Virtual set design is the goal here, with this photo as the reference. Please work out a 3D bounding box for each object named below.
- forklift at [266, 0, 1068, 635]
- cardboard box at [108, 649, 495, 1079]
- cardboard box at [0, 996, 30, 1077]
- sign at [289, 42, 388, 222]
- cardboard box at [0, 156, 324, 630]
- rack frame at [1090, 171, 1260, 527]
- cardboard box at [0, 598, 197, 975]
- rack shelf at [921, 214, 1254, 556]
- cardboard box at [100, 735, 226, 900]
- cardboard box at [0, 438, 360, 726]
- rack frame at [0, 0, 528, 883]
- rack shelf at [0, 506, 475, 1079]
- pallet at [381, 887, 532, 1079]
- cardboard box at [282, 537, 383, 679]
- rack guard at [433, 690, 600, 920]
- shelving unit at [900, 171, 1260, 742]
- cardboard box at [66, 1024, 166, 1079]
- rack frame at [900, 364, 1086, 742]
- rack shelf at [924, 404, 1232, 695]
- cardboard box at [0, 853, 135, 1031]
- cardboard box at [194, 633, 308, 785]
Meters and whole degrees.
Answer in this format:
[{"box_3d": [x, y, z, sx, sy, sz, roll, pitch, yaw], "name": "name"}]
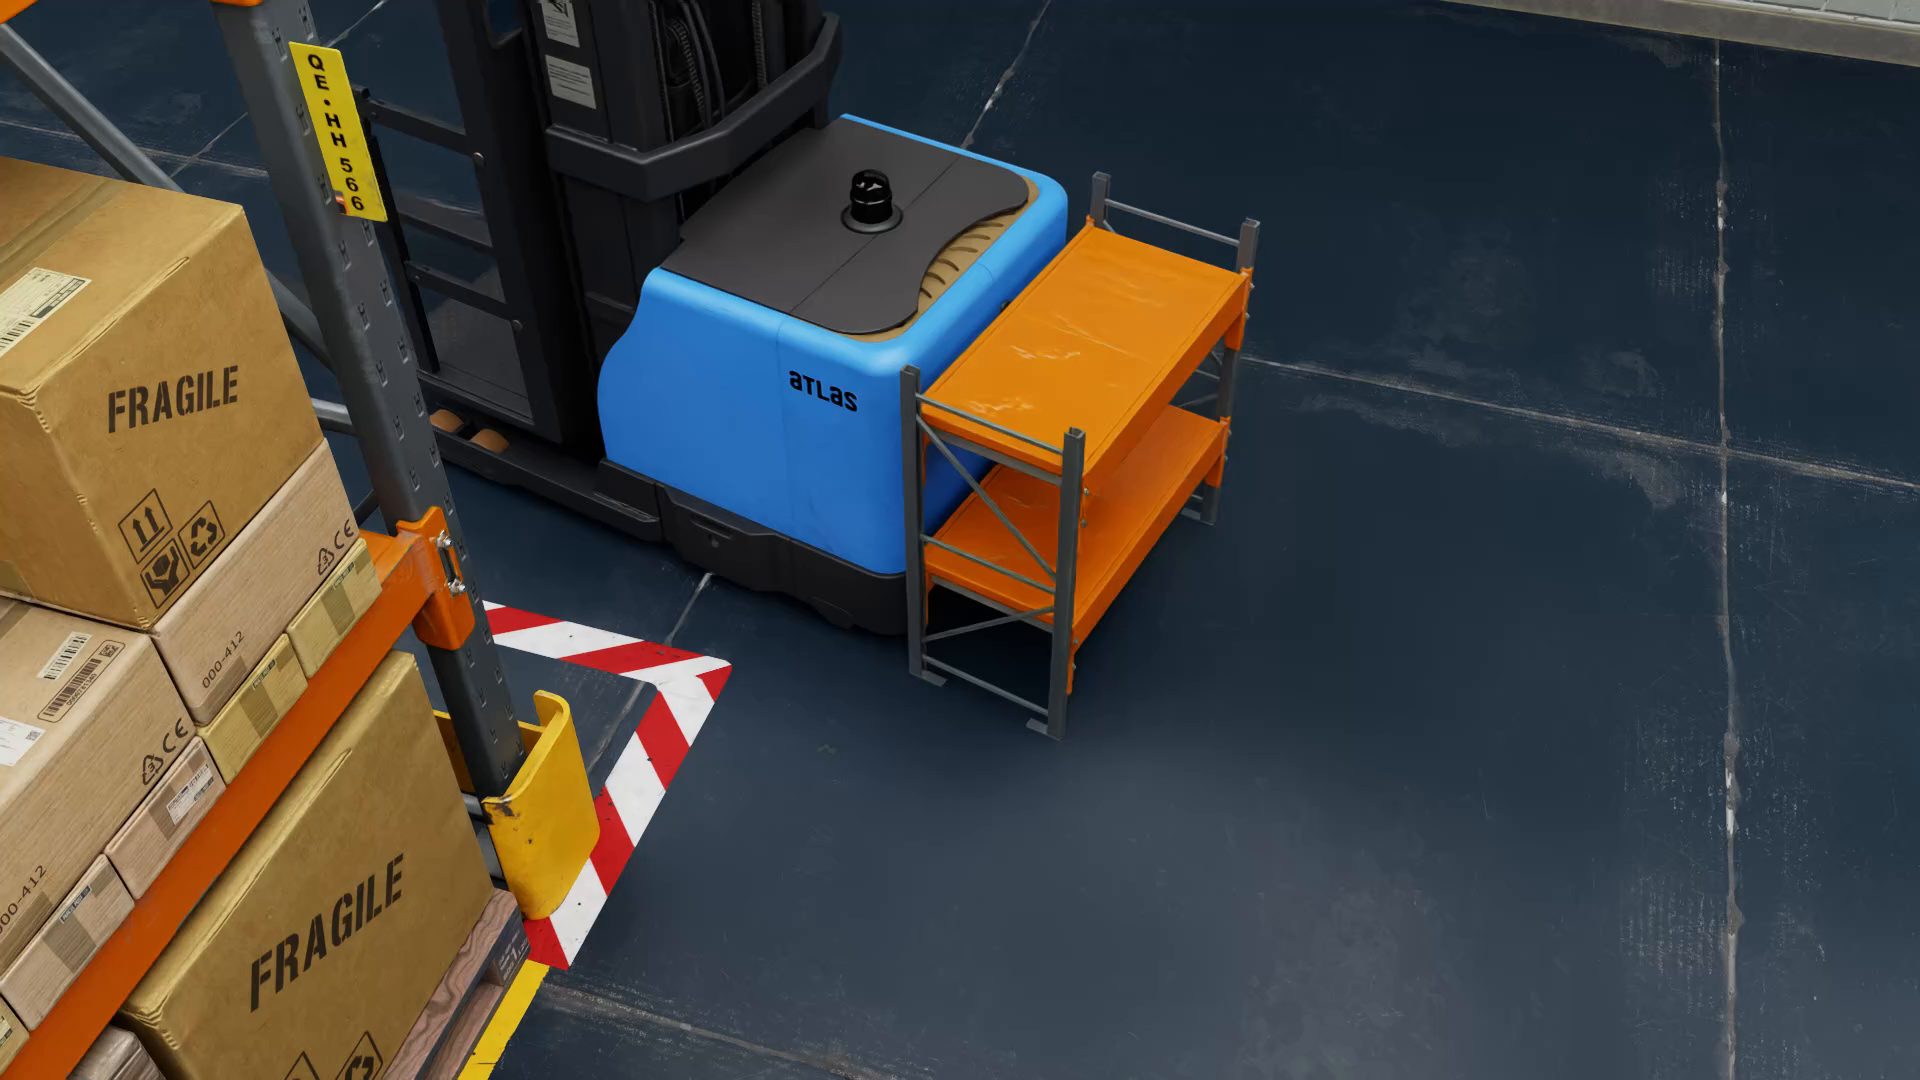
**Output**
[{"box_3d": [-1.207, -1.540, 4.728, 3.031, 2.935, 1.130, 22, 49, 21], "name": "forklift"}, {"box_3d": [-1.680, 0.744, 3.564, 0.875, 0.875, 0.875, 13, 46, 13], "name": "cardboard box"}, {"box_3d": [-1.664, 0.769, 2.499, 0.380, 0.149, 0.250, 12, 46, 12], "name": "cardboard box"}, {"box_3d": [-1.049, -0.683, 2.806, 0.100, 0.325, 0.005, 13, 46, 13], "name": "sign"}, {"box_3d": [-1.459, -0.249, 2.718, 0.500, 0.500, 0.500, 13, 46, 13], "name": "cardboard box"}, {"box_3d": [0.596, -0.544, 5.001, 0.500, 1.125, 0.032, 23, 49, 22], "name": "rack frame"}, {"box_3d": [-1.610, 0.356, 2.637, 0.500, 0.250, 0.500, 12, 46, 12], "name": "cardboard box"}, {"box_3d": [0.335, -0.448, 4.485, 0.538, 0.278, 1.000, 23, 49, 22], "name": "rack shelf"}, {"box_3d": [-1.511, 0.429, 2.846, 0.380, 0.149, 0.250, 13, 46, 13], "name": "cardboard box"}, {"box_3d": [-1.456, 0.018, 2.982, 0.500, 0.250, 0.500, 12, 46, 12], "name": "cardboard box"}, {"box_3d": [-1.562, -0.309, 3.421, 1.000, 3.000, 0.127, 13, 46, 13], "name": "rack frame"}, {"box_3d": [-2.168, 1.281, 2.310, 1.077, 0.370, 4.000, 13, 46, 13], "name": "rack shelf"}, {"box_3d": [-1.730, 1.237, 3.835, 1.003, 0.211, 1.213, 13, 46, 13], "name": "pallet"}, {"box_3d": [-1.356, 0.088, 3.195, 0.380, 0.149, 0.250, 13, 46, 13], "name": "cardboard box"}, {"box_3d": [-1.555, 0.568, 4.312, 1.175, 0.500, 0.348, 13, 46, 13], "name": "rack guard"}, {"box_3d": [0.335, -0.239, 4.689, 0.538, 1.125, 1.048, 23, 49, 22], "name": "shelving unit"}, {"box_3d": [-1.955, 1.350, 2.944, 0.875, 0.875, 0.875, 13, 46, 13], "name": "cardboard box"}, {"box_3d": [0.074, 0.067, 4.378, 0.500, 1.125, 0.032, 23, 49, 22], "name": "rack frame"}, {"box_3d": [0.335, -0.064, 4.860, 0.538, 0.278, 1.000, 23, 49, 22], "name": "rack shelf"}, {"box_3d": [-1.587, 0.596, 2.676, 0.380, 0.149, 0.250, 13, 46, 13], "name": "cardboard box"}, {"box_3d": [-1.433, 0.262, 3.018, 0.380, 0.149, 0.250, 13, 46, 13], "name": "cardboard box"}]
